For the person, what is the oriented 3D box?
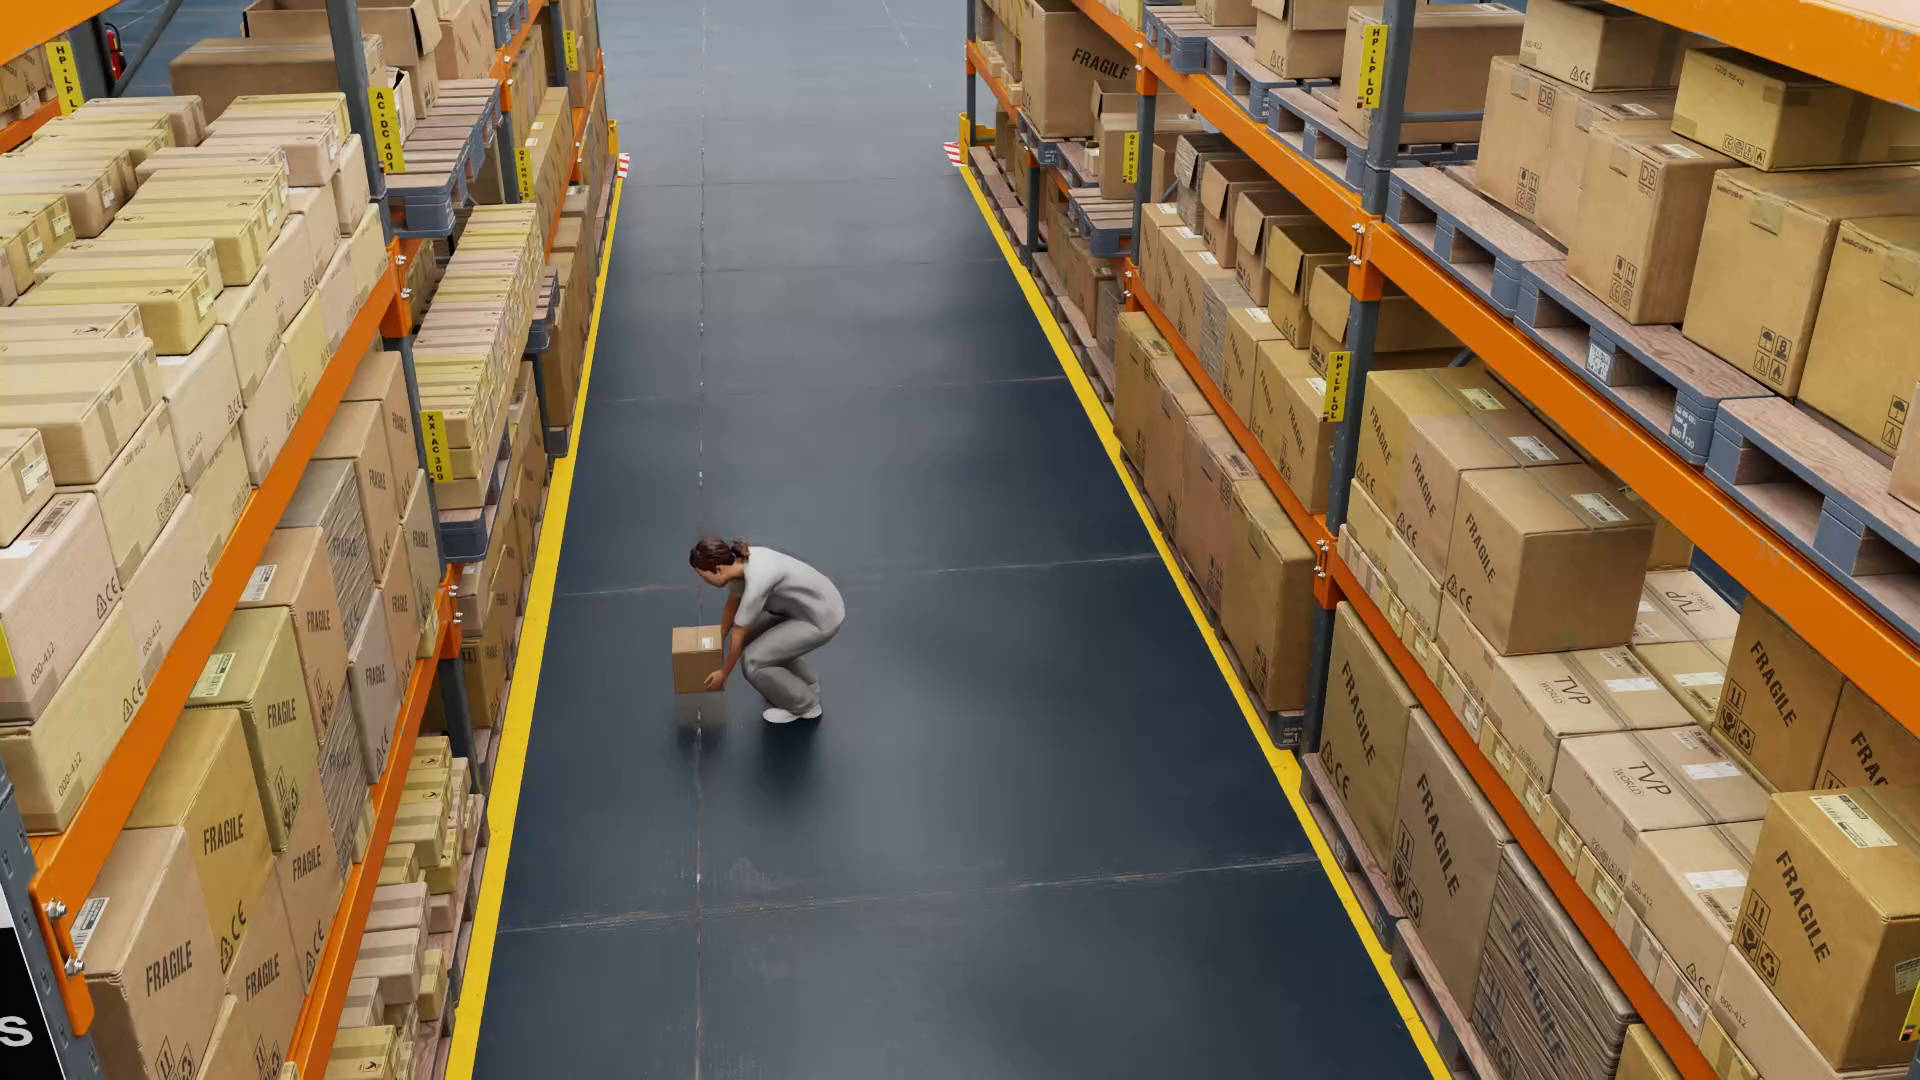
[{"bbox_3d":[-0.965,0.428,8.478,0.761,1.048,0.492,-4,27,-7],"label":"person"}]
